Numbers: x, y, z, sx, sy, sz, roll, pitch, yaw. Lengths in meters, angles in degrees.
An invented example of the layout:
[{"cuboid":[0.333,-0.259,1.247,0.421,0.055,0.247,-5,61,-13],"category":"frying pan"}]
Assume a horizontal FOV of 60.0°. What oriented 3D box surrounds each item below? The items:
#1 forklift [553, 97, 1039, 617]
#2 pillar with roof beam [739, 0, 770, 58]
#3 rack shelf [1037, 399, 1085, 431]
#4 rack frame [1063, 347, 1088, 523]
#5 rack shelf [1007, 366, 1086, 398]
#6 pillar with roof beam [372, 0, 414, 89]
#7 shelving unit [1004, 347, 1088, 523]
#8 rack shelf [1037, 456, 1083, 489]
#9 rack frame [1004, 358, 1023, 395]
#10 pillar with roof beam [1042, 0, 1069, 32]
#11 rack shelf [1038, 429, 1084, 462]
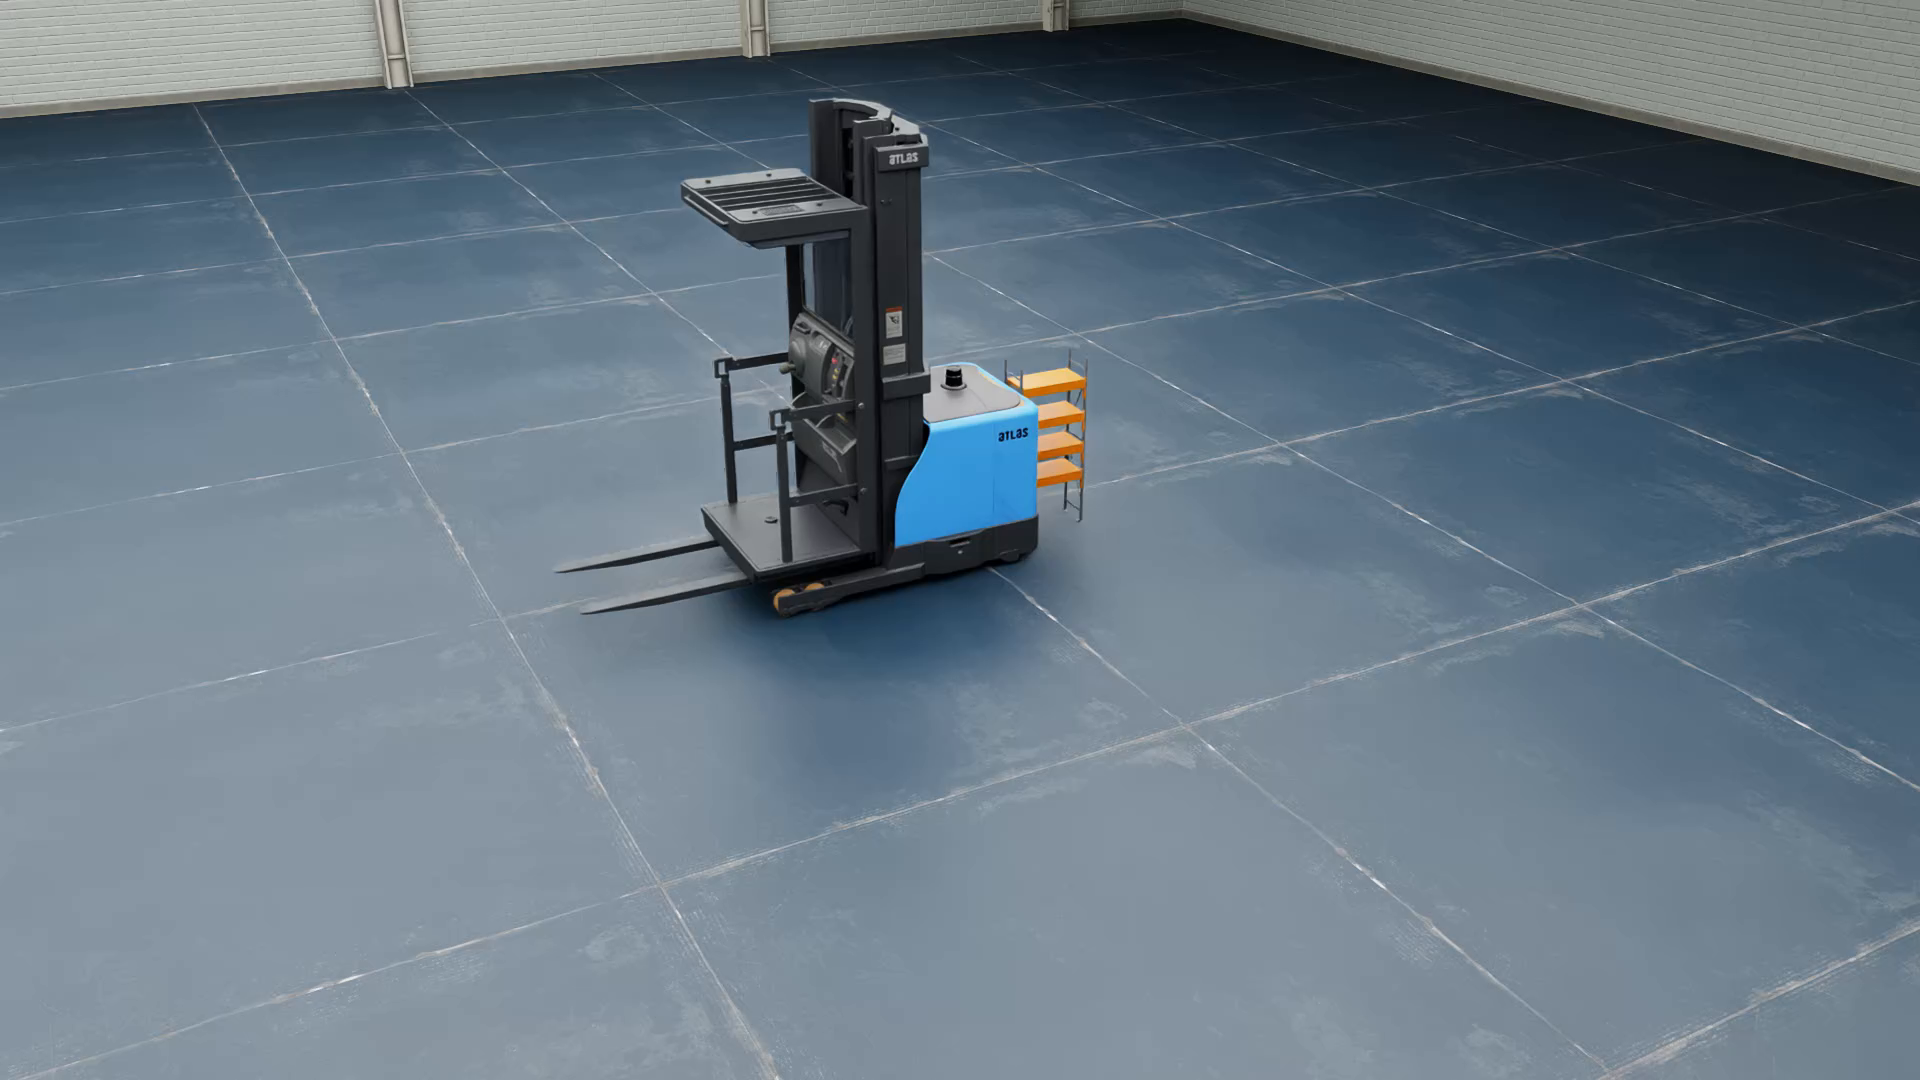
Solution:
[{"cuboid":[-1.037,-1.109,10.173,3.031,2.935,1.130,-12,28,-24],"category":"forklift"},{"cuboid":[-1.479,-10.757,23.258,0.400,9.000,9.100,-13,29,-25],"category":"pillar with roof beam"},{"cuboid":[0.569,-0.801,11.172,0.480,0.148,0.258,-12,28,-24],"category":"rack shelf"},{"cuboid":[0.788,-0.708,11.338,0.015,1.200,0.240,-12,28,-24],"category":"rack frame"},{"cuboid":[0.569,-1.015,11.069,0.480,0.148,0.258,-12,28,-24],"category":"rack shelf"},{"cuboid":[-6.773,-9.535,20.712,0.400,9.000,9.100,-13,29,-25],"category":"pillar with roof beam"},{"cuboid":[0.569,-0.660,11.239,0.503,1.200,0.258,-12,28,-24],"category":"shelving unit"},{"cuboid":[0.569,-0.421,11.354,0.480,0.148,0.258,-12,28,-24],"category":"rack shelf"},{"cuboid":[0.351,-0.613,11.141,0.015,1.200,0.240,-12,28,-24],"category":"rack frame"},{"cuboid":[3.815,-11.979,25.803,0.400,9.000,9.100,-13,29,-25],"category":"pillar with roof beam"},{"cuboid":[0.569,-0.600,11.268,0.480,0.148,0.258,-12,28,-24],"category":"rack shelf"}]
